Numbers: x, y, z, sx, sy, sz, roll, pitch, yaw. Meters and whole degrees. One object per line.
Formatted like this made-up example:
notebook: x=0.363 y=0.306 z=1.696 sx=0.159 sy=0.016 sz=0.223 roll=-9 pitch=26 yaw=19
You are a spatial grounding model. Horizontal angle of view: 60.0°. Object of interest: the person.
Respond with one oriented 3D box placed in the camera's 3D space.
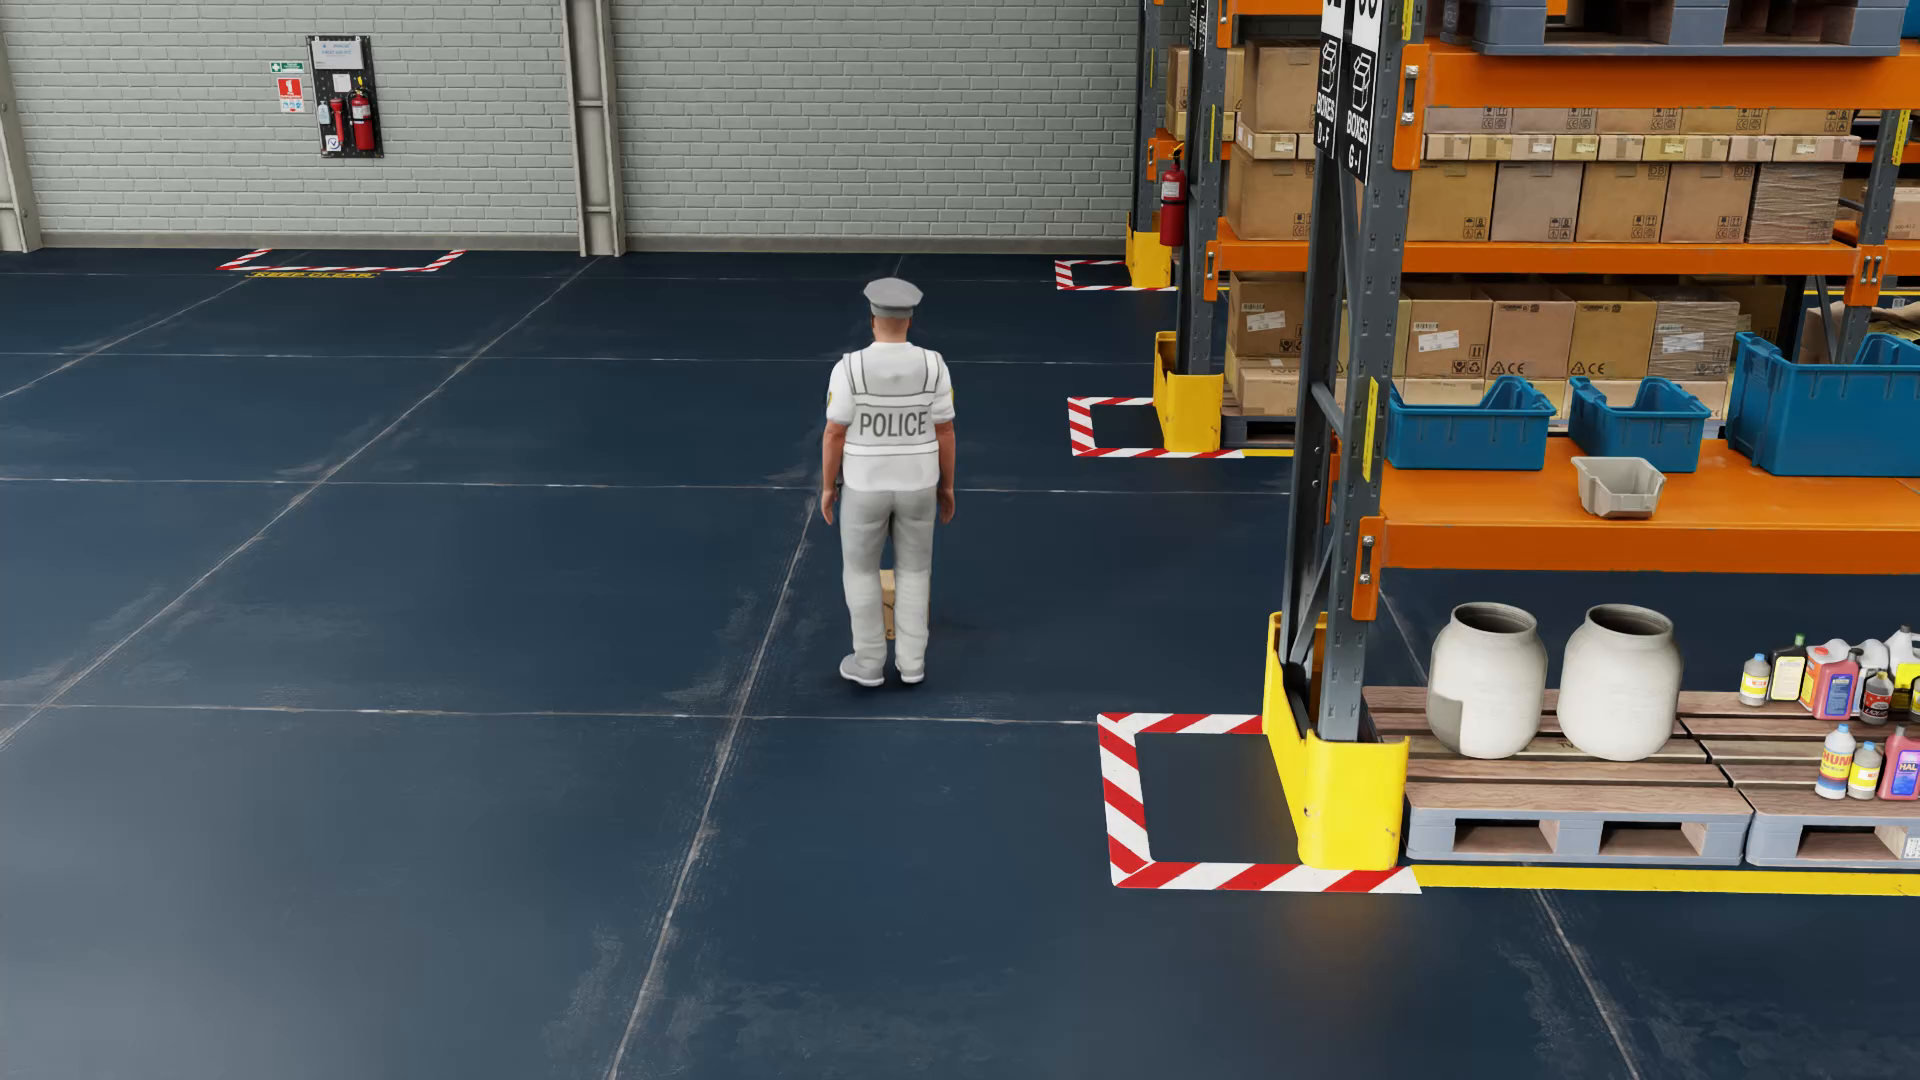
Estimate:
person: x=-0.305 y=-0.226 z=7.128 sx=0.579 sy=1.767 sz=0.434 roll=-4 pitch=21 yaw=-10
